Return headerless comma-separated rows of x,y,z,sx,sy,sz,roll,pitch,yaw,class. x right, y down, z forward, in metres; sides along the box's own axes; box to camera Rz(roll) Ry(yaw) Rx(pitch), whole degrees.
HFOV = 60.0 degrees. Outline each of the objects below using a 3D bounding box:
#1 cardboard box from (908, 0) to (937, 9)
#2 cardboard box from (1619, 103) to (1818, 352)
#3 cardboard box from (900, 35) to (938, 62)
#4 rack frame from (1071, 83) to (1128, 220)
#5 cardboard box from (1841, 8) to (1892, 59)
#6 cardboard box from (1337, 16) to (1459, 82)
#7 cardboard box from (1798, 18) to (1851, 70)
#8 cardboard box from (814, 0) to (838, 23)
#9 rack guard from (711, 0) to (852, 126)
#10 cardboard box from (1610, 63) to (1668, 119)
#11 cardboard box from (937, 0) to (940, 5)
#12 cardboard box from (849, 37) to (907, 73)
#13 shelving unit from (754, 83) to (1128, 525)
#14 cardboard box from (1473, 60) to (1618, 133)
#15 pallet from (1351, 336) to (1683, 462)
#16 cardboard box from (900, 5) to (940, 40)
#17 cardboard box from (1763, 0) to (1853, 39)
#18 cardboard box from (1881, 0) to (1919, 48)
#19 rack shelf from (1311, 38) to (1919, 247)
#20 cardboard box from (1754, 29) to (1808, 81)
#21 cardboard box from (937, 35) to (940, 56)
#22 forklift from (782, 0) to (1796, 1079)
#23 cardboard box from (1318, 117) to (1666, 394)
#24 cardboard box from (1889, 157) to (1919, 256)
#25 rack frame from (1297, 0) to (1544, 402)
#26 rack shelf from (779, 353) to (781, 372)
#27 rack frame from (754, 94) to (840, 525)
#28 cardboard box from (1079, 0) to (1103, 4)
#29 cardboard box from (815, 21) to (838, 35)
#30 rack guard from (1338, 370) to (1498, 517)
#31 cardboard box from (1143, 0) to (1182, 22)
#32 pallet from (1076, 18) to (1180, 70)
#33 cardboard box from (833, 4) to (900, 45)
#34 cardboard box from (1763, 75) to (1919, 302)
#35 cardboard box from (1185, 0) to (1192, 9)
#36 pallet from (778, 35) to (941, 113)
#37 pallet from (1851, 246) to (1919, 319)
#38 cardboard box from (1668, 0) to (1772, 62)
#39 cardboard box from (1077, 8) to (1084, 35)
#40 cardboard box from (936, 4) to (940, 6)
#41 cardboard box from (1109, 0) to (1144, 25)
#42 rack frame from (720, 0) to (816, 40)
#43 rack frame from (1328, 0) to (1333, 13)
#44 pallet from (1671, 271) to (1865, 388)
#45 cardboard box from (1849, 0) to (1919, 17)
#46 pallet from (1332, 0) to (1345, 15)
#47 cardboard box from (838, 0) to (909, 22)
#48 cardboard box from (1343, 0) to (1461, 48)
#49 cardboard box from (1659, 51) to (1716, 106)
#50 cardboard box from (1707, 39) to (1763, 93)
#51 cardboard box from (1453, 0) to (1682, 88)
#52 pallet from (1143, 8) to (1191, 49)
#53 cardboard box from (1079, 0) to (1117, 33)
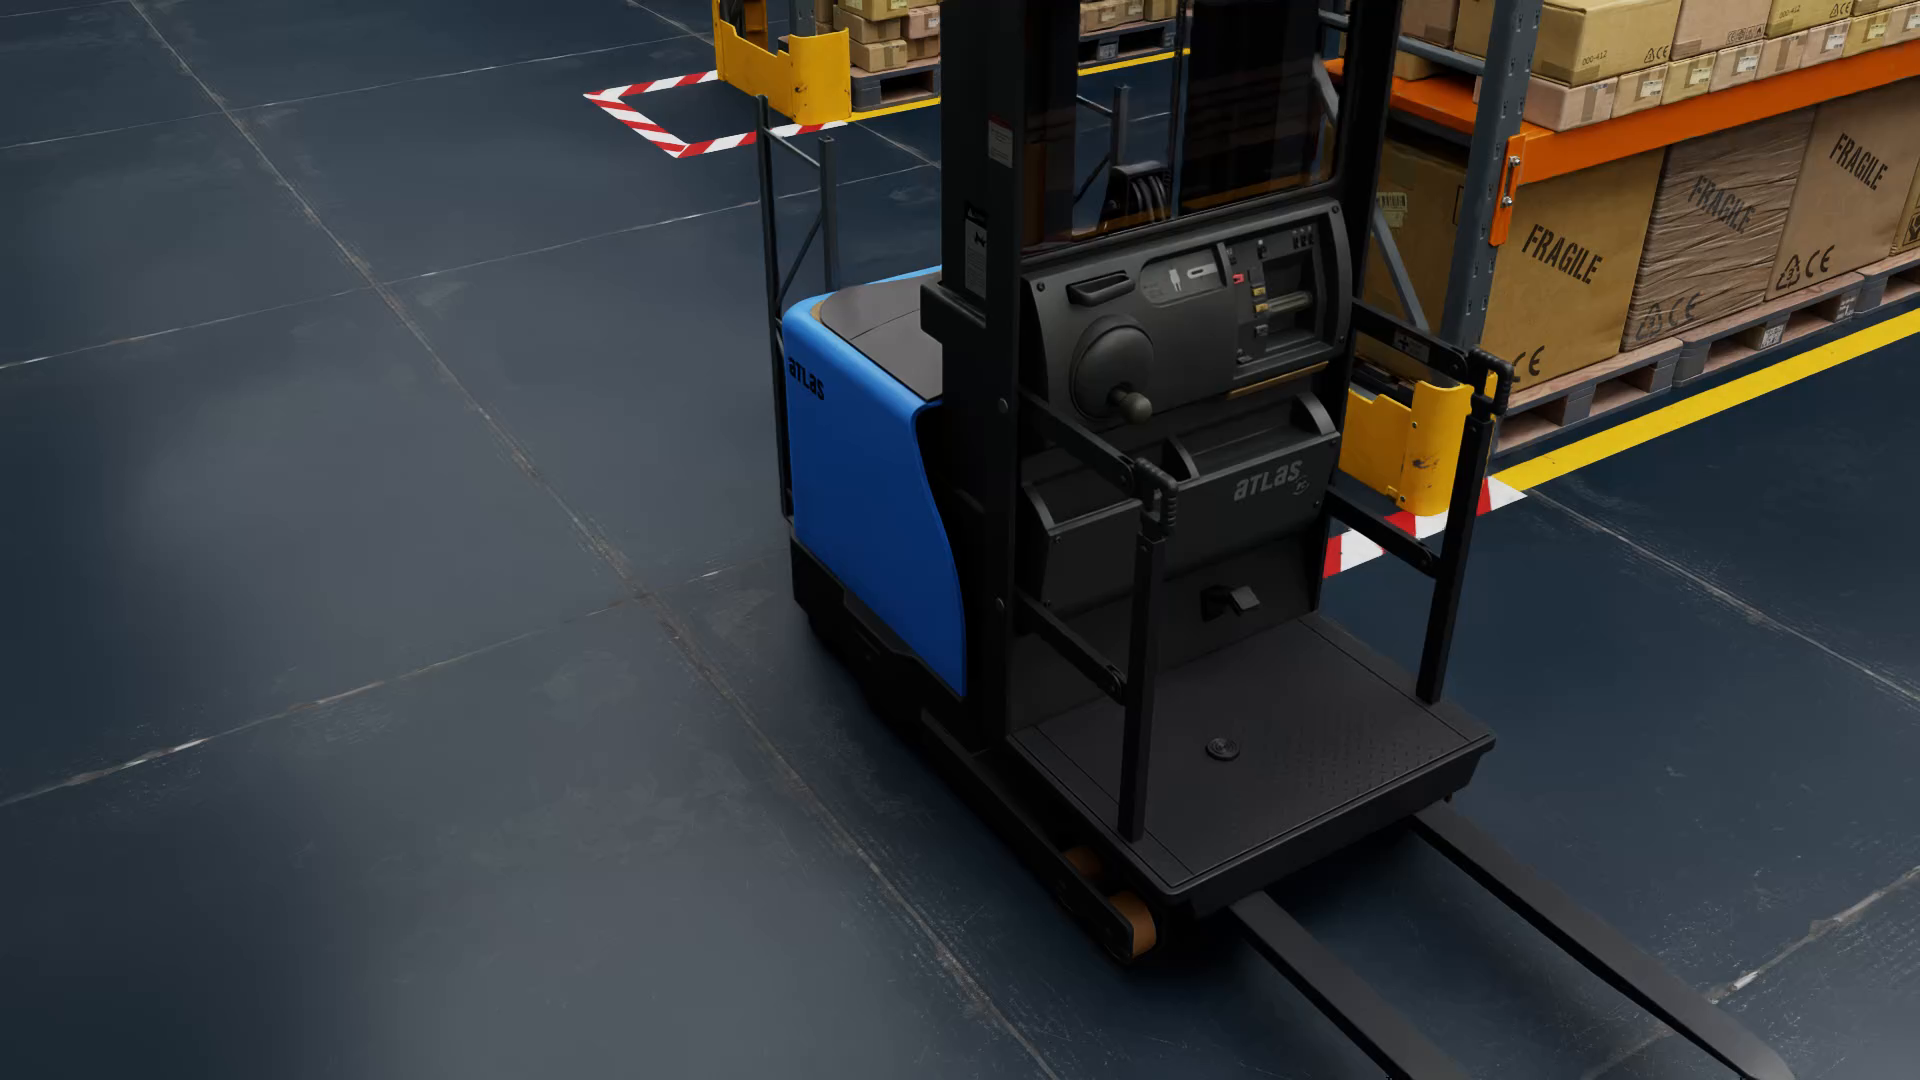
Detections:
-0.337,-3.266,9.837,0.250,0.149,0.380,-18,37,-26,cardboard box
2.733,-1.419,6.786,0.875,0.875,0.875,-19,37,-27,cardboard box
-0.339,-3.002,9.976,0.250,0.149,0.380,-19,37,-27,cardboard box
0.385,-0.889,5.754,0.032,1.500,0.500,-17,36,-25,rack frame
3.243,-1.950,6.265,0.250,0.149,0.380,-20,37,-28,cardboard box
1.595,-1.801,6.029,0.250,0.149,0.380,-18,37,-26,cardboard box
3.031,-1.878,6.150,0.250,0.149,0.380,-19,37,-28,cardboard box
-0.839,-3.288,10.151,0.250,0.149,0.380,-20,37,-29,cardboard box
-1.065,-2.875,9.838,0.348,0.500,1.175,-19,37,-27,rack guard
2.166,-1.580,5.678,0.250,0.149,0.380,-20,37,-28,cardboard box
-0.056,-3.281,9.861,0.250,0.149,0.380,-19,37,-27,cardboard box
-0.515,-2.890,9.798,0.250,0.149,0.380,-18,37,-26,cardboard box
-0.055,-0.754,5.539,1.048,1.500,0.538,-17,36,-25,shelving unit
1.951,-1.505,5.559,0.250,0.149,0.380,-19,37,-27,cardboard box
2.104,-0.743,6.730,1.213,0.211,1.003,-19,37,-27,pallet
-0.288,-3.098,9.849,0.250,0.149,0.380,-19,37,-27,cardboard box
2.881,-2.033,6.024,0.500,0.250,0.500,-20,38,-29,cardboard box
3.463,-2.027,6.387,0.250,0.149,0.380,-18,37,-27,cardboard box
3.155,-1.930,6.673,4.000,0.370,1.077,-19,37,-27,rack shelf
2.814,-1.803,6.032,0.250,0.149,0.380,-20,37,-28,cardboard box
-0.134,-3.077,10.095,0.250,0.149,0.380,-19,37,-27,cardboard box
0.679,-0.493,3.785,1.130,2.935,3.031,-19,37,-27,forklift
1.969,-1.156,6.369,0.875,0.875,0.875,-19,37,-27,cardboard box
4.238,-1.937,7.607,0.875,0.875,0.875,-19,37,-27,cardboard box
1.474,-1.656,5.564,0.127,3.000,1.000,-19,37,-27,rack frame
-0.055,-0.602,5.635,1.000,0.185,0.538,-17,36,-25,rack shelf
-0.496,-0.619,5.325,0.032,1.500,0.500,-17,36,-25,rack frame
0.754,-3.524,10.524,0.250,0.149,0.380,-17,36,-25,cardboard box
-0.799,-3.127,10.175,0.250,0.149,0.380,-18,37,-26,cardboard box
1.454,-0.592,6.220,0.348,0.500,1.175,-19,37,-27,rack guard
1.219,-3.473,10.722,0.250,0.149,0.380,-19,37,-27,cardboard box
0.662,-3.322,10.818,1.213,0.211,1.003,-19,37,-27,pallet
-0.549,-3.044,9.763,0.250,0.149,0.380,-17,36,-25,cardboard box
3.481,-1.677,7.194,0.875,0.875,0.875,-19,37,-27,cardboard box
1.351,-3.607,10.935,0.250,0.149,0.380,-20,37,-28,cardboard box
-0.363,-2.971,10.263,1.213,0.211,1.003,-19,37,-27,pallet
4.155,-1.449,7.849,1.213,0.211,1.003,-19,37,-27,pallet
2.457,-1.890,5.796,0.500,0.250,0.500,-19,37,-28,cardboard box
0.560,-3.251,10.371,0.250,0.149,0.380,-21,38,-30,cardboard box
-0.130,-3.208,10.024,0.250,0.149,0.380,-18,37,-27,cardboard box
0.963,-3.427,10.650,0.250,0.149,0.380,-18,37,-26,cardboard box
-1.128,-3.910,9.137,0.127,3.000,1.000,-19,37,-27,rack frame
2.234,-5.066,10.970,0.127,3.000,1.000,-19,37,-27,rack frame
3.128,-1.094,7.286,1.213,0.211,1.003,-19,37,-27,pallet
3.317,-2.187,6.266,0.500,0.250,0.500,-20,37,-28,cardboard box
2.887,-4.112,12.071,1.213,0.211,1.003,-19,37,-27,pallet
-0.504,-3.132,9.625,0.250,0.149,0.380,-21,38,-29,cardboard box
1.738,-1.978,5.936,0.500,0.250,0.500,-20,37,-28,cardboard box
2.381,-1.654,5.796,0.250,0.149,0.380,-20,37,-28,cardboard box
2.600,-1.730,5.916,0.250,0.149,0.380,-20,37,-28,cardboard box
2.024,-1.736,5.553,0.500,0.250,0.500,-20,37,-28,cardboard box
1.688,-3.677,11.381,1.213,0.211,1.003,-19,37,-27,pallet
0.778,-3.343,10.516,0.250,0.149,0.380,-19,37,-27,cardboard box
